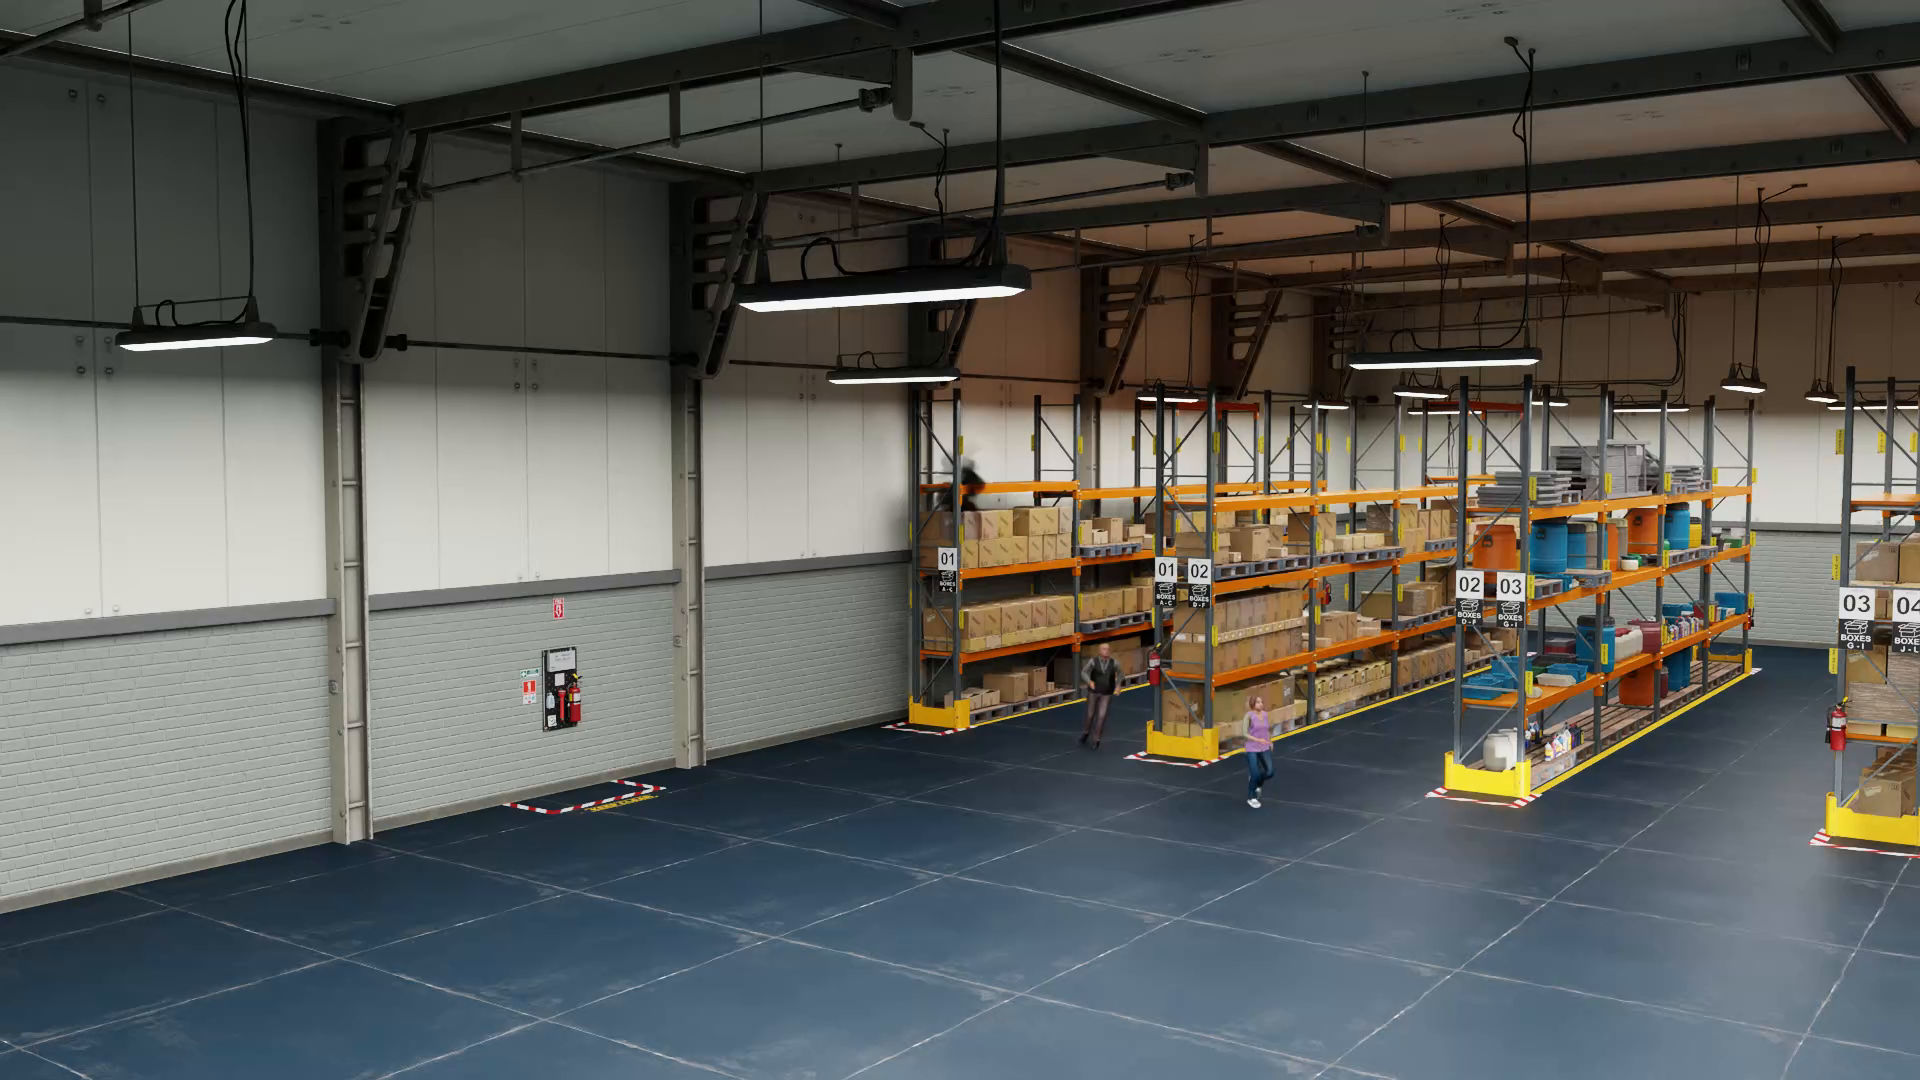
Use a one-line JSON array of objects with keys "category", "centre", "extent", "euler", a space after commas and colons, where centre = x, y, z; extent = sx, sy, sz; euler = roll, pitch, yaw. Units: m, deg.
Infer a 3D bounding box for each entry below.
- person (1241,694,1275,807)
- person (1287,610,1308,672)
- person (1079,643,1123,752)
[{"category": "person", "centre": [4.135, 2.915, 22.956], "extent": [0.528, 1.562, 0.531], "euler": [-1, 4, -23]}, {"category": "person", "centre": [7.300, 2.117, 36.192], "extent": [0.570, 1.723, 0.808], "euler": [1, 4, 23]}, {"category": "person", "centre": [2.333, 2.581, 27.530], "extent": [0.732, 1.738, 0.842], "euler": [0, 3, 5]}]
